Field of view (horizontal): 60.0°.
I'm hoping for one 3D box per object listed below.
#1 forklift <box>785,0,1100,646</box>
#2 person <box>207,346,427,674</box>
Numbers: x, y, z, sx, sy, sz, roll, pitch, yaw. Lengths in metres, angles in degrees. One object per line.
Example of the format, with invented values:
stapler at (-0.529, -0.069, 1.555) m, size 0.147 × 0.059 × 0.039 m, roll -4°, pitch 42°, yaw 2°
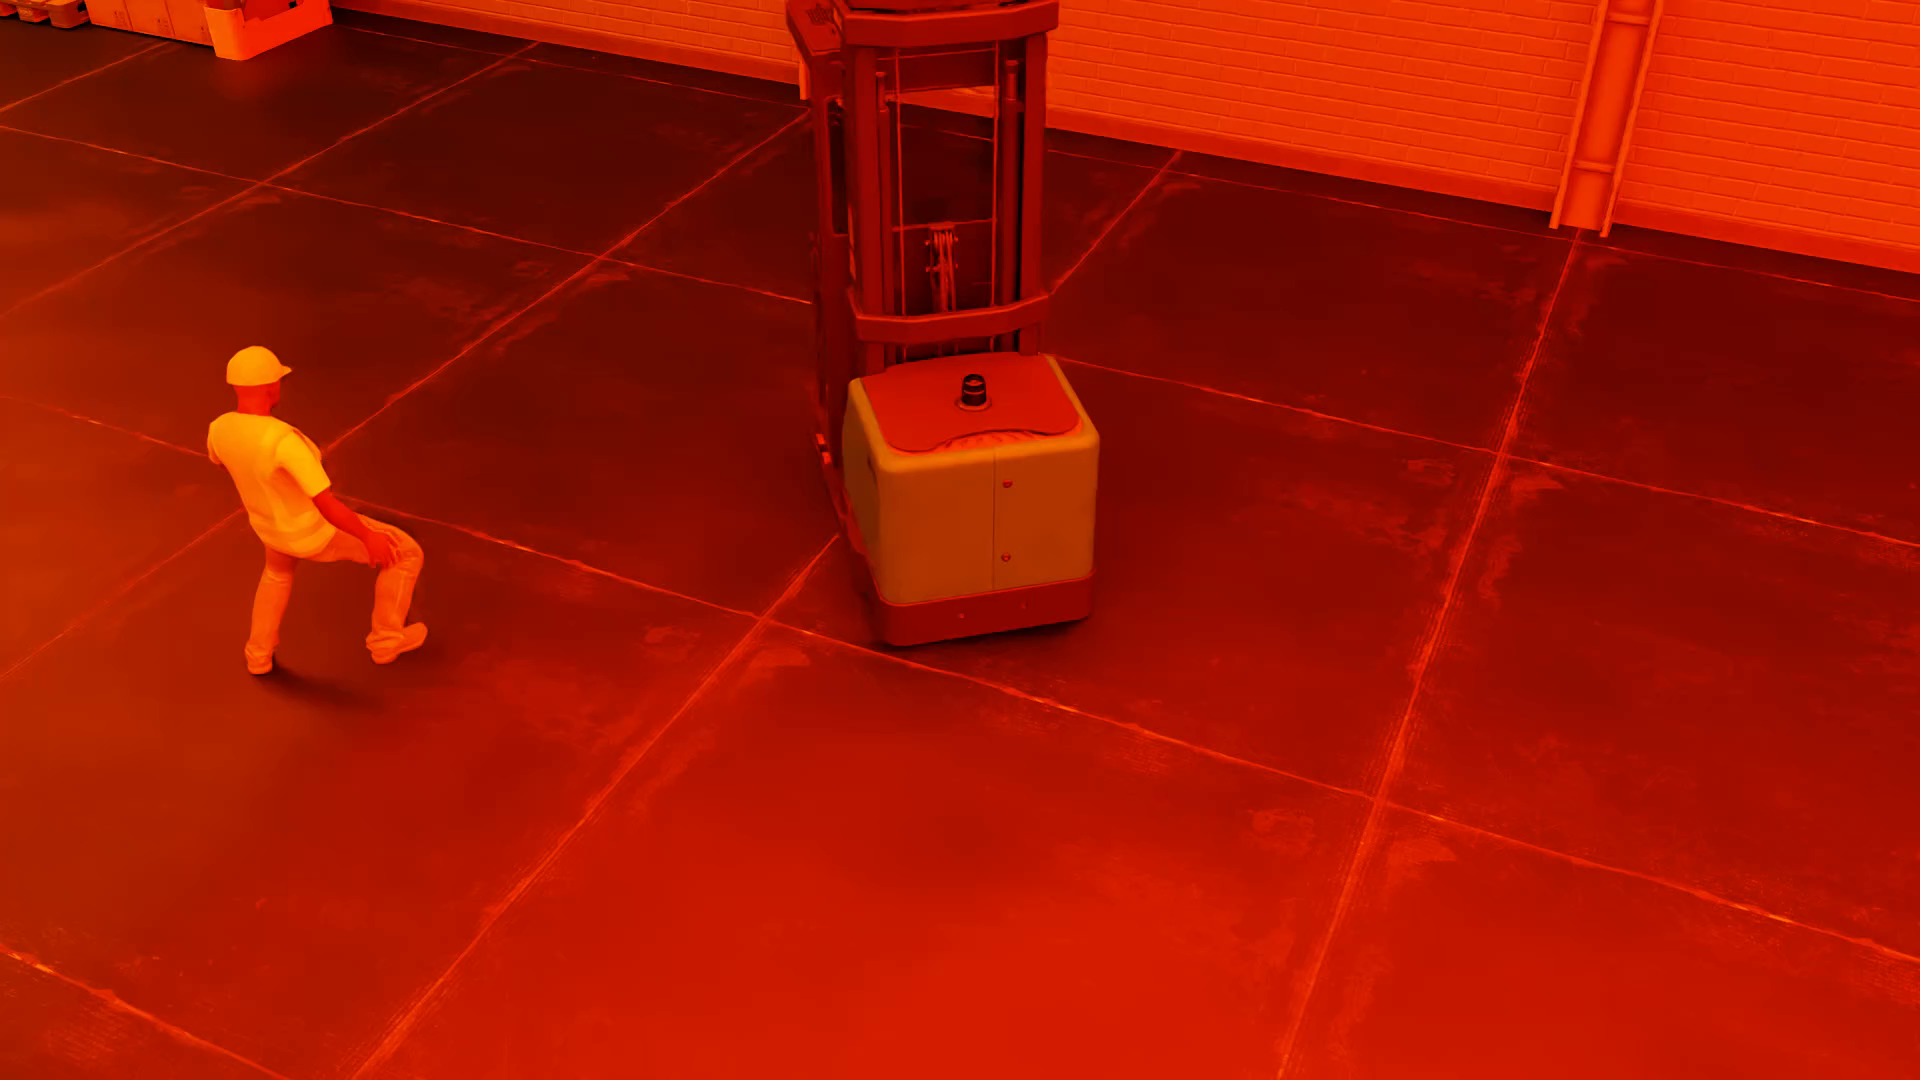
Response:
forklift at (-0.202, -1.550, 8.260) m, size 1.130 × 2.935 × 3.031 m, roll -8°, pitch 36°, yaw -11°
person at (-2.941, -0.130, 7.409) m, size 1.016 × 1.638 × 0.668 m, roll 19°, pitch 40°, yaw 25°
